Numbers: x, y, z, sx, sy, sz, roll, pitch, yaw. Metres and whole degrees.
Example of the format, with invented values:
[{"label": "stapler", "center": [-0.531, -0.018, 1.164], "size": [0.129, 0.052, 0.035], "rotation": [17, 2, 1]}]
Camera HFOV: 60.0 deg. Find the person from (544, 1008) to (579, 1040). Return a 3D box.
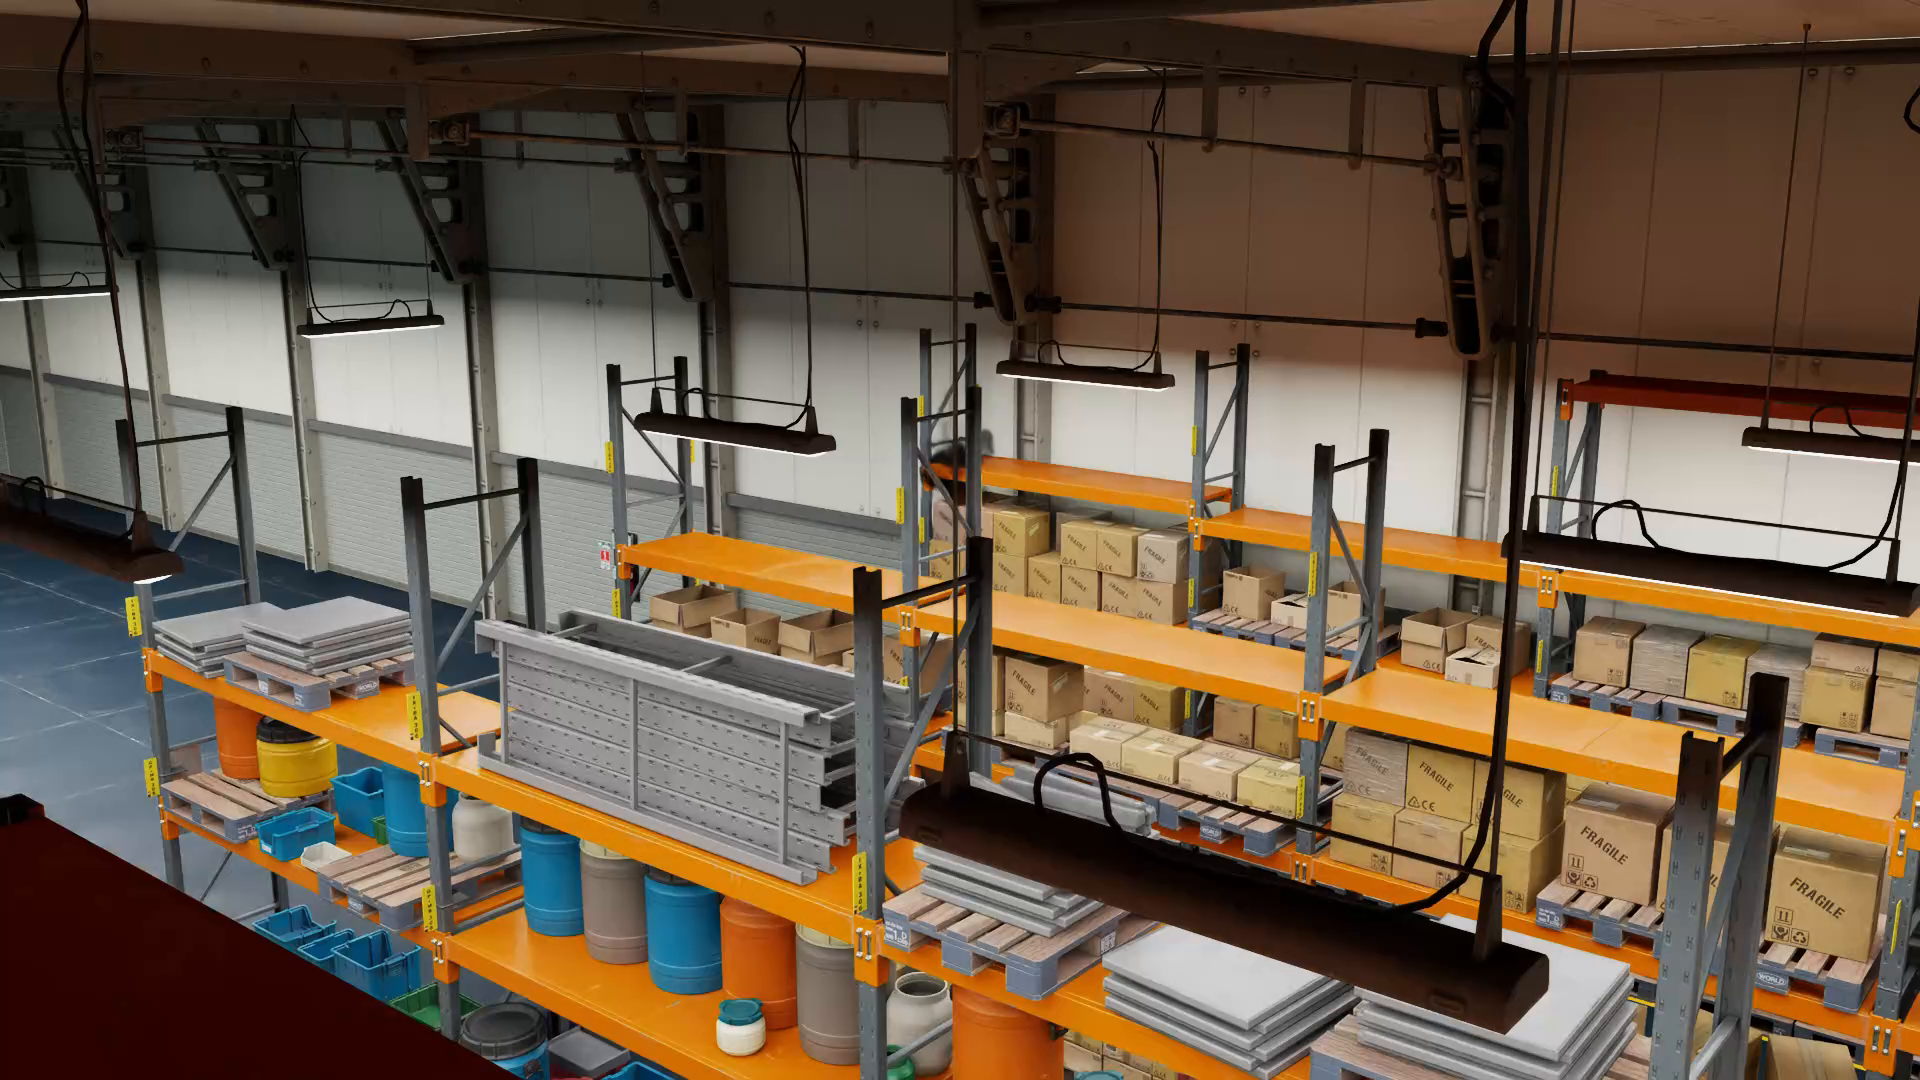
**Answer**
[{"label": "person", "center": [-3.351, 4.100, 14.331], "size": [0.901, 1.667, 0.568], "rotation": [7, 14, 28]}]
